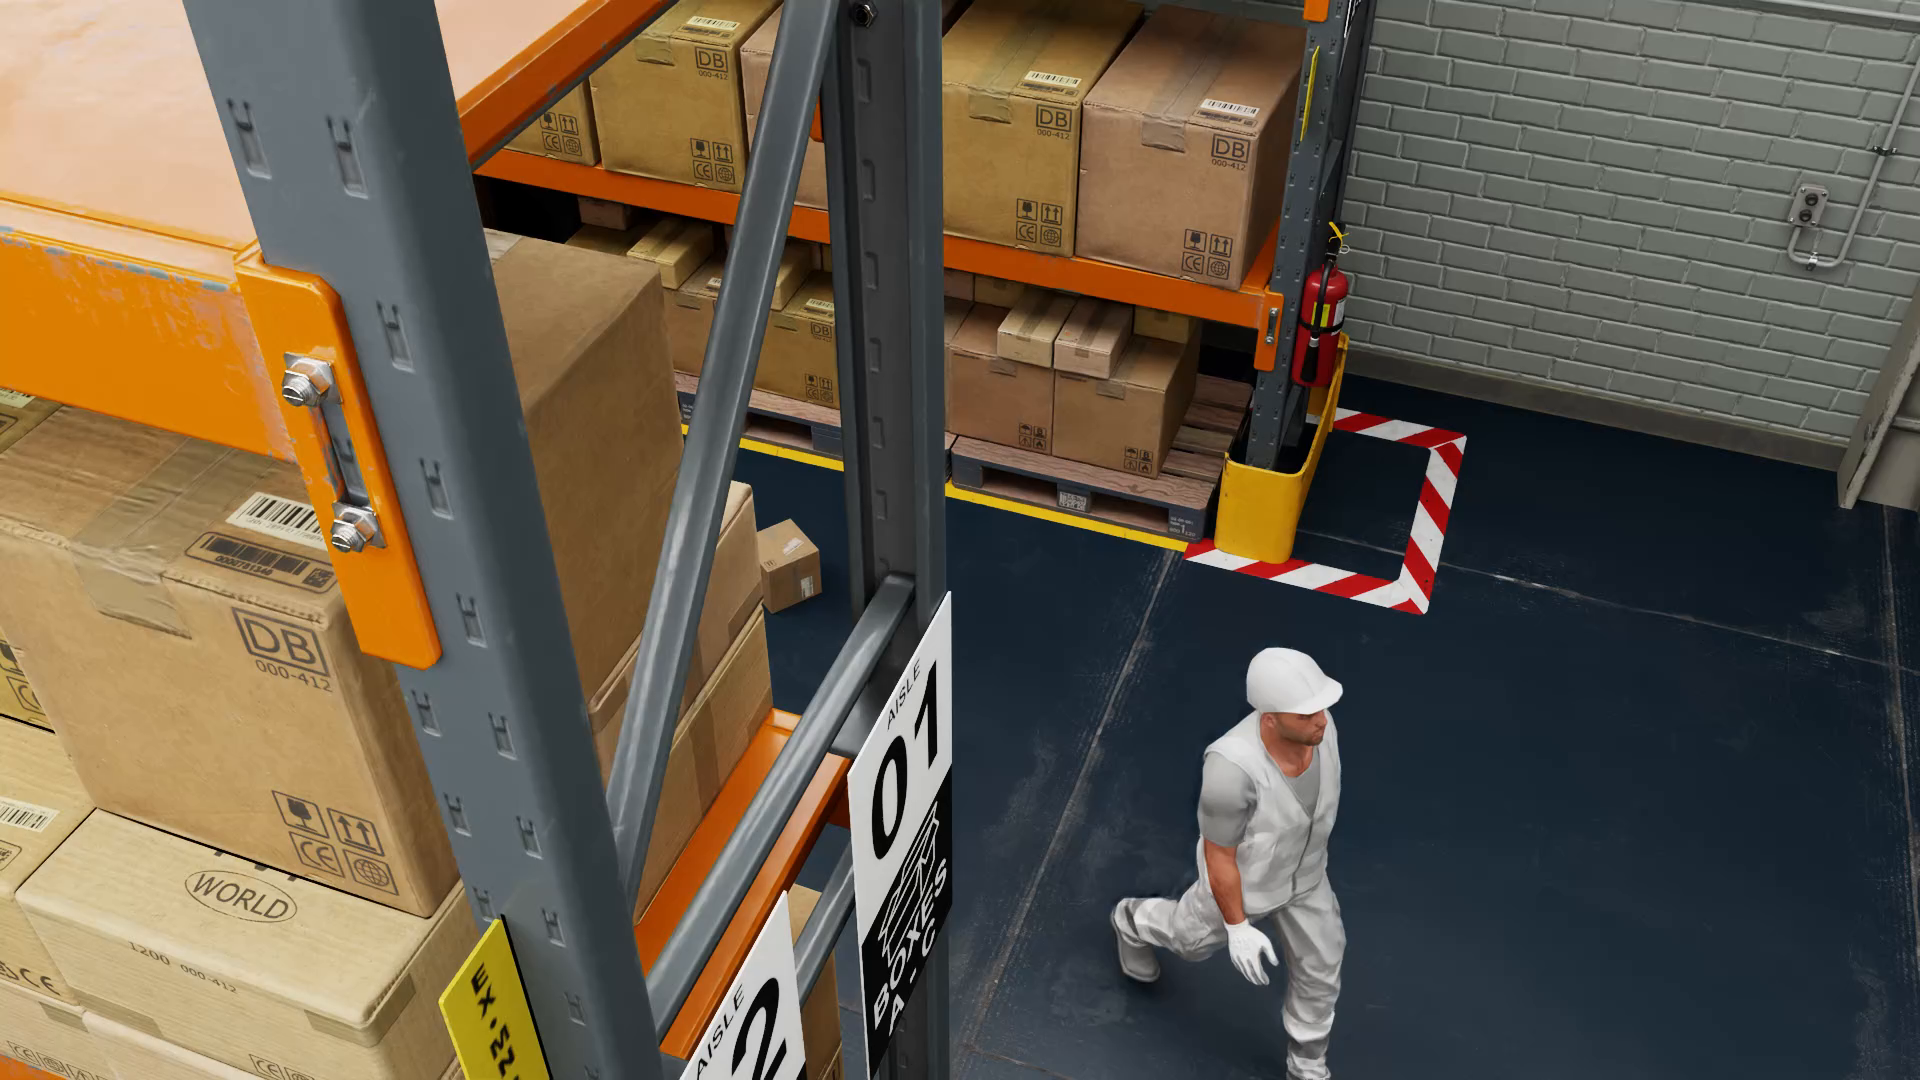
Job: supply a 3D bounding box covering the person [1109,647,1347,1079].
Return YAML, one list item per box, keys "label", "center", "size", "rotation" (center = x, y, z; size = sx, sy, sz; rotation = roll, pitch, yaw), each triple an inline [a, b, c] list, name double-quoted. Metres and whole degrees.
- label: "person"
  center: [0.896, 0.988, 5.005]
  size: [0.511, 1.747, 1.034]
  rotation: [-21, 45, -23]
